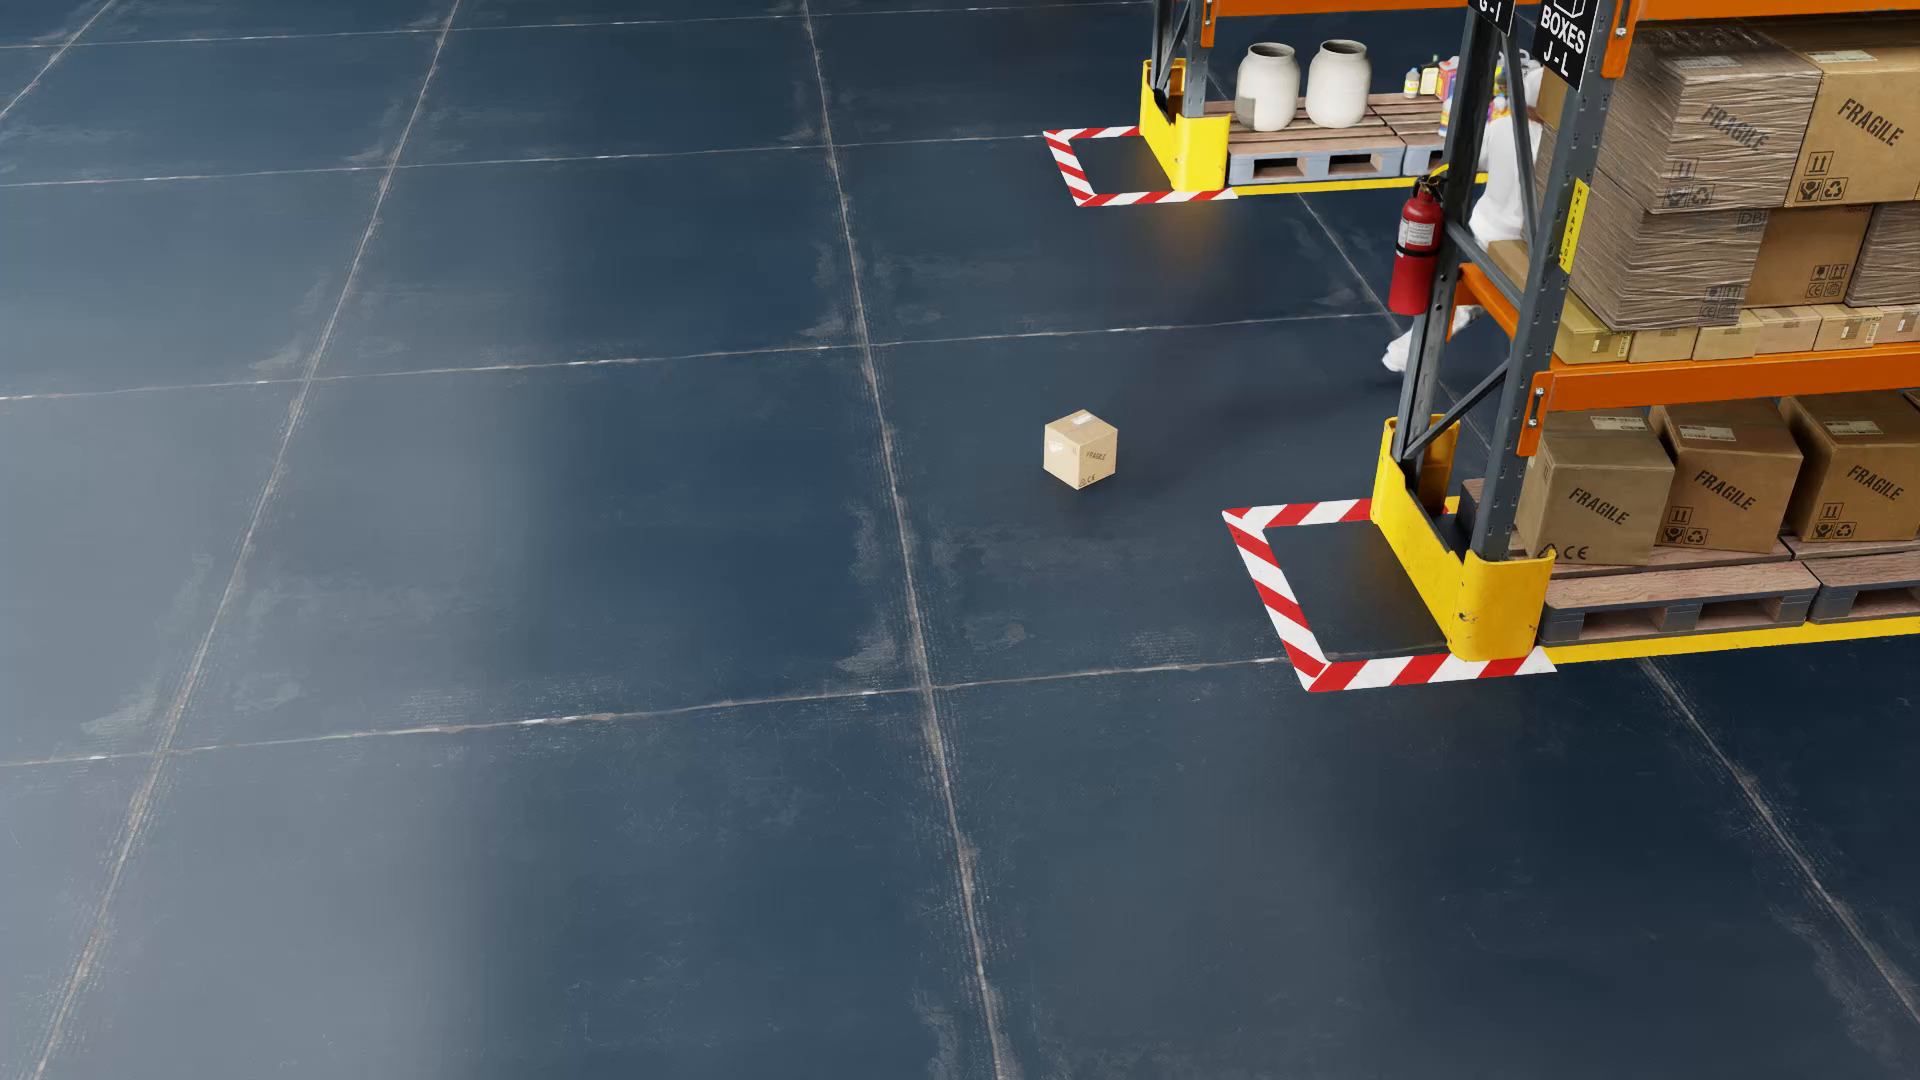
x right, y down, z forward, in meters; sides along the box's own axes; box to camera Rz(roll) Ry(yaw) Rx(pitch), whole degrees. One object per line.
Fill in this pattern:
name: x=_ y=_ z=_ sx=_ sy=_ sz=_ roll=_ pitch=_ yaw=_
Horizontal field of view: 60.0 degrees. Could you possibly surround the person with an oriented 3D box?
person: x=2.756 y=-1.548 z=8.392 sx=1.025 sy=1.710 sz=0.533 roll=-2 pitch=35 yaw=-3
